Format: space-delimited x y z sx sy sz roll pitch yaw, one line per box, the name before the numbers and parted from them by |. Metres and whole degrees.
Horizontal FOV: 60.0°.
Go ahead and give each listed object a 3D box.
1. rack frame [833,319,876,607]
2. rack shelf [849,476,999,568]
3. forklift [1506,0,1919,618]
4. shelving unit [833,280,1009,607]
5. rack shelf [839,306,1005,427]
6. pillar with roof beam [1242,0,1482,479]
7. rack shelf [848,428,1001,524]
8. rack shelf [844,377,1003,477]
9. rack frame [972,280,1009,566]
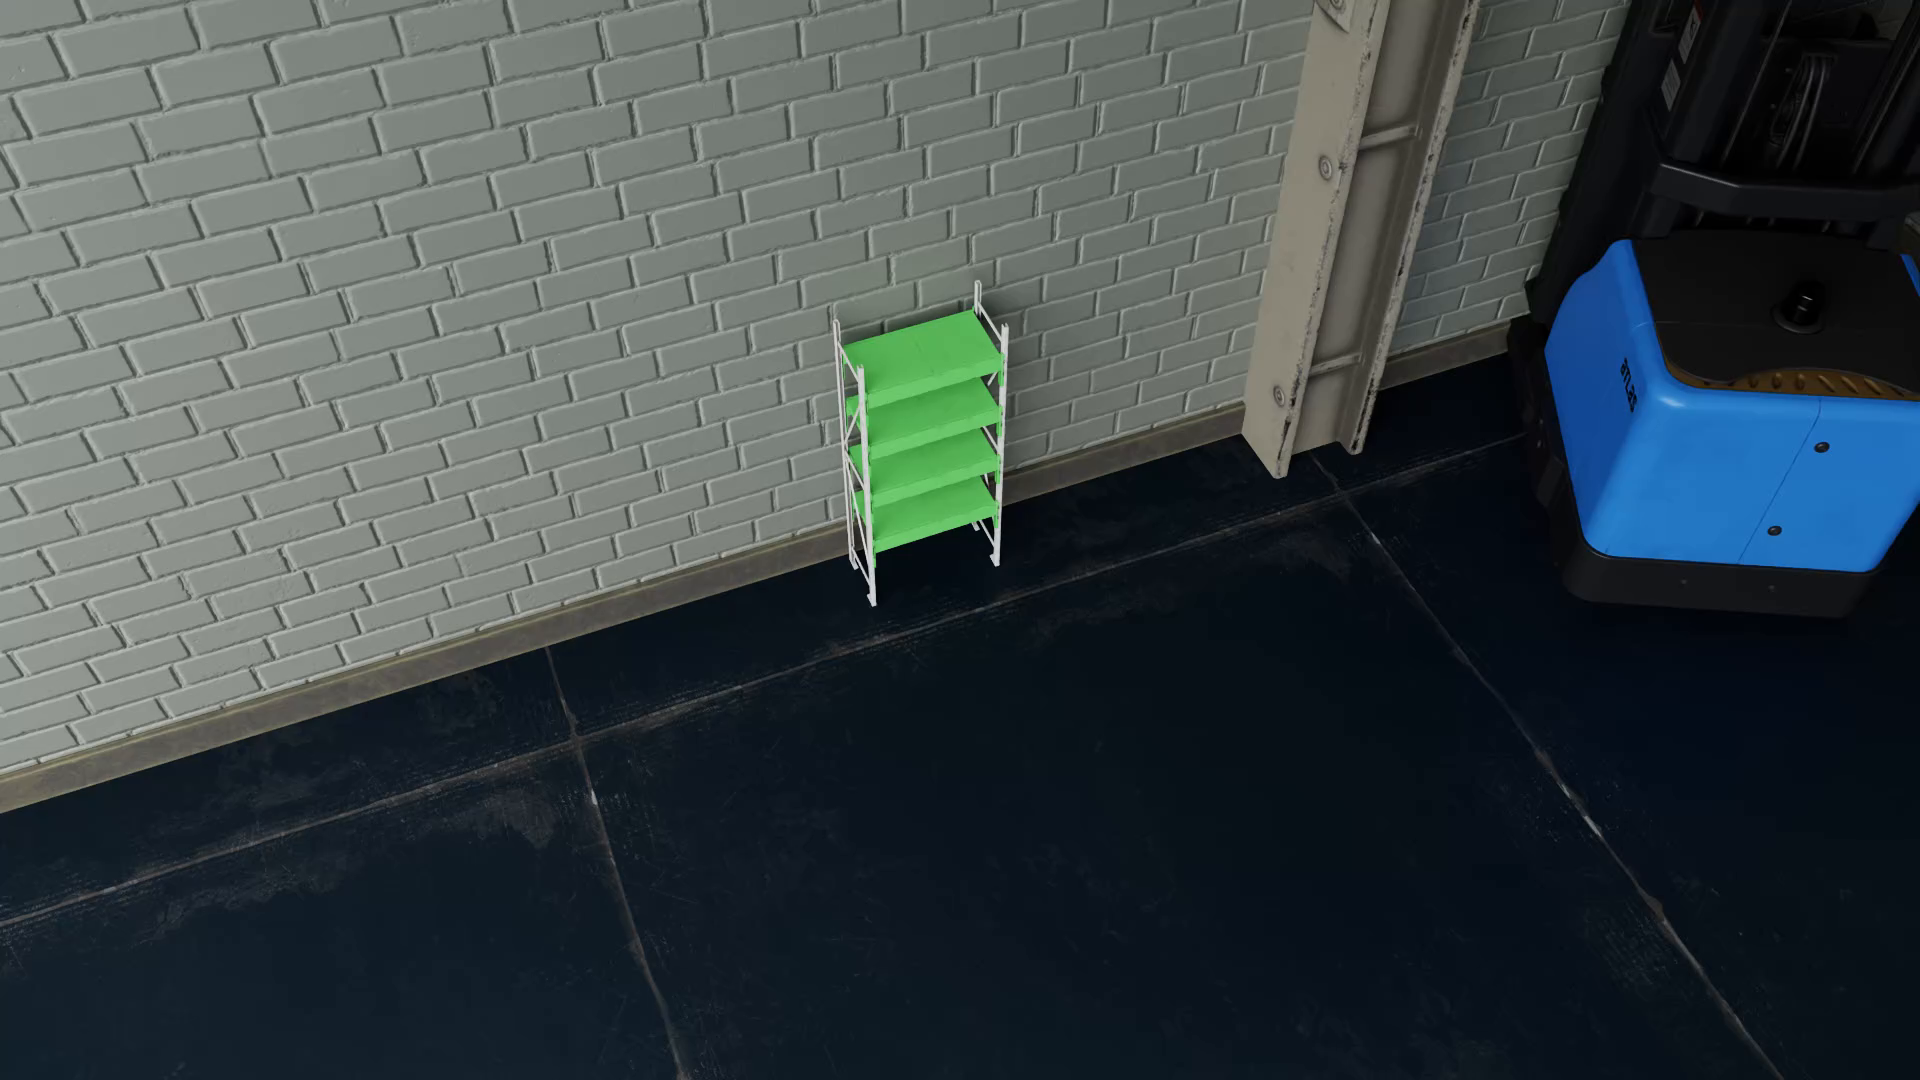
rack frame | -0.353 -0.229 5.652 0.015 1.200 0.240 -18 53 -15
rack shelf | -0.130 -0.107 5.948 0.480 0.148 0.258 -18 53 -15
forklift | 2.822 -1.803 5.866 1.130 2.935 3.031 4 49 3
shelving unit | -0.128 -0.301 5.714 0.503 1.200 0.258 -18 53 -15
rack shelf | -0.125 -0.566 5.394 0.480 0.148 0.258 -18 53 -15
pillar with roof beam | 2.976 -0.309 0.584 0.400 9.000 9.100 -17 52 -14
rack shelf | -0.129 -0.260 5.763 0.480 0.148 0.258 -18 53 -15
rack shelf | -0.127 -0.413 5.578 0.480 0.148 0.258 -18 53 -15
rack frame | 0.097 -0.372 5.775 0.015 1.200 0.240 -18 53 -15
